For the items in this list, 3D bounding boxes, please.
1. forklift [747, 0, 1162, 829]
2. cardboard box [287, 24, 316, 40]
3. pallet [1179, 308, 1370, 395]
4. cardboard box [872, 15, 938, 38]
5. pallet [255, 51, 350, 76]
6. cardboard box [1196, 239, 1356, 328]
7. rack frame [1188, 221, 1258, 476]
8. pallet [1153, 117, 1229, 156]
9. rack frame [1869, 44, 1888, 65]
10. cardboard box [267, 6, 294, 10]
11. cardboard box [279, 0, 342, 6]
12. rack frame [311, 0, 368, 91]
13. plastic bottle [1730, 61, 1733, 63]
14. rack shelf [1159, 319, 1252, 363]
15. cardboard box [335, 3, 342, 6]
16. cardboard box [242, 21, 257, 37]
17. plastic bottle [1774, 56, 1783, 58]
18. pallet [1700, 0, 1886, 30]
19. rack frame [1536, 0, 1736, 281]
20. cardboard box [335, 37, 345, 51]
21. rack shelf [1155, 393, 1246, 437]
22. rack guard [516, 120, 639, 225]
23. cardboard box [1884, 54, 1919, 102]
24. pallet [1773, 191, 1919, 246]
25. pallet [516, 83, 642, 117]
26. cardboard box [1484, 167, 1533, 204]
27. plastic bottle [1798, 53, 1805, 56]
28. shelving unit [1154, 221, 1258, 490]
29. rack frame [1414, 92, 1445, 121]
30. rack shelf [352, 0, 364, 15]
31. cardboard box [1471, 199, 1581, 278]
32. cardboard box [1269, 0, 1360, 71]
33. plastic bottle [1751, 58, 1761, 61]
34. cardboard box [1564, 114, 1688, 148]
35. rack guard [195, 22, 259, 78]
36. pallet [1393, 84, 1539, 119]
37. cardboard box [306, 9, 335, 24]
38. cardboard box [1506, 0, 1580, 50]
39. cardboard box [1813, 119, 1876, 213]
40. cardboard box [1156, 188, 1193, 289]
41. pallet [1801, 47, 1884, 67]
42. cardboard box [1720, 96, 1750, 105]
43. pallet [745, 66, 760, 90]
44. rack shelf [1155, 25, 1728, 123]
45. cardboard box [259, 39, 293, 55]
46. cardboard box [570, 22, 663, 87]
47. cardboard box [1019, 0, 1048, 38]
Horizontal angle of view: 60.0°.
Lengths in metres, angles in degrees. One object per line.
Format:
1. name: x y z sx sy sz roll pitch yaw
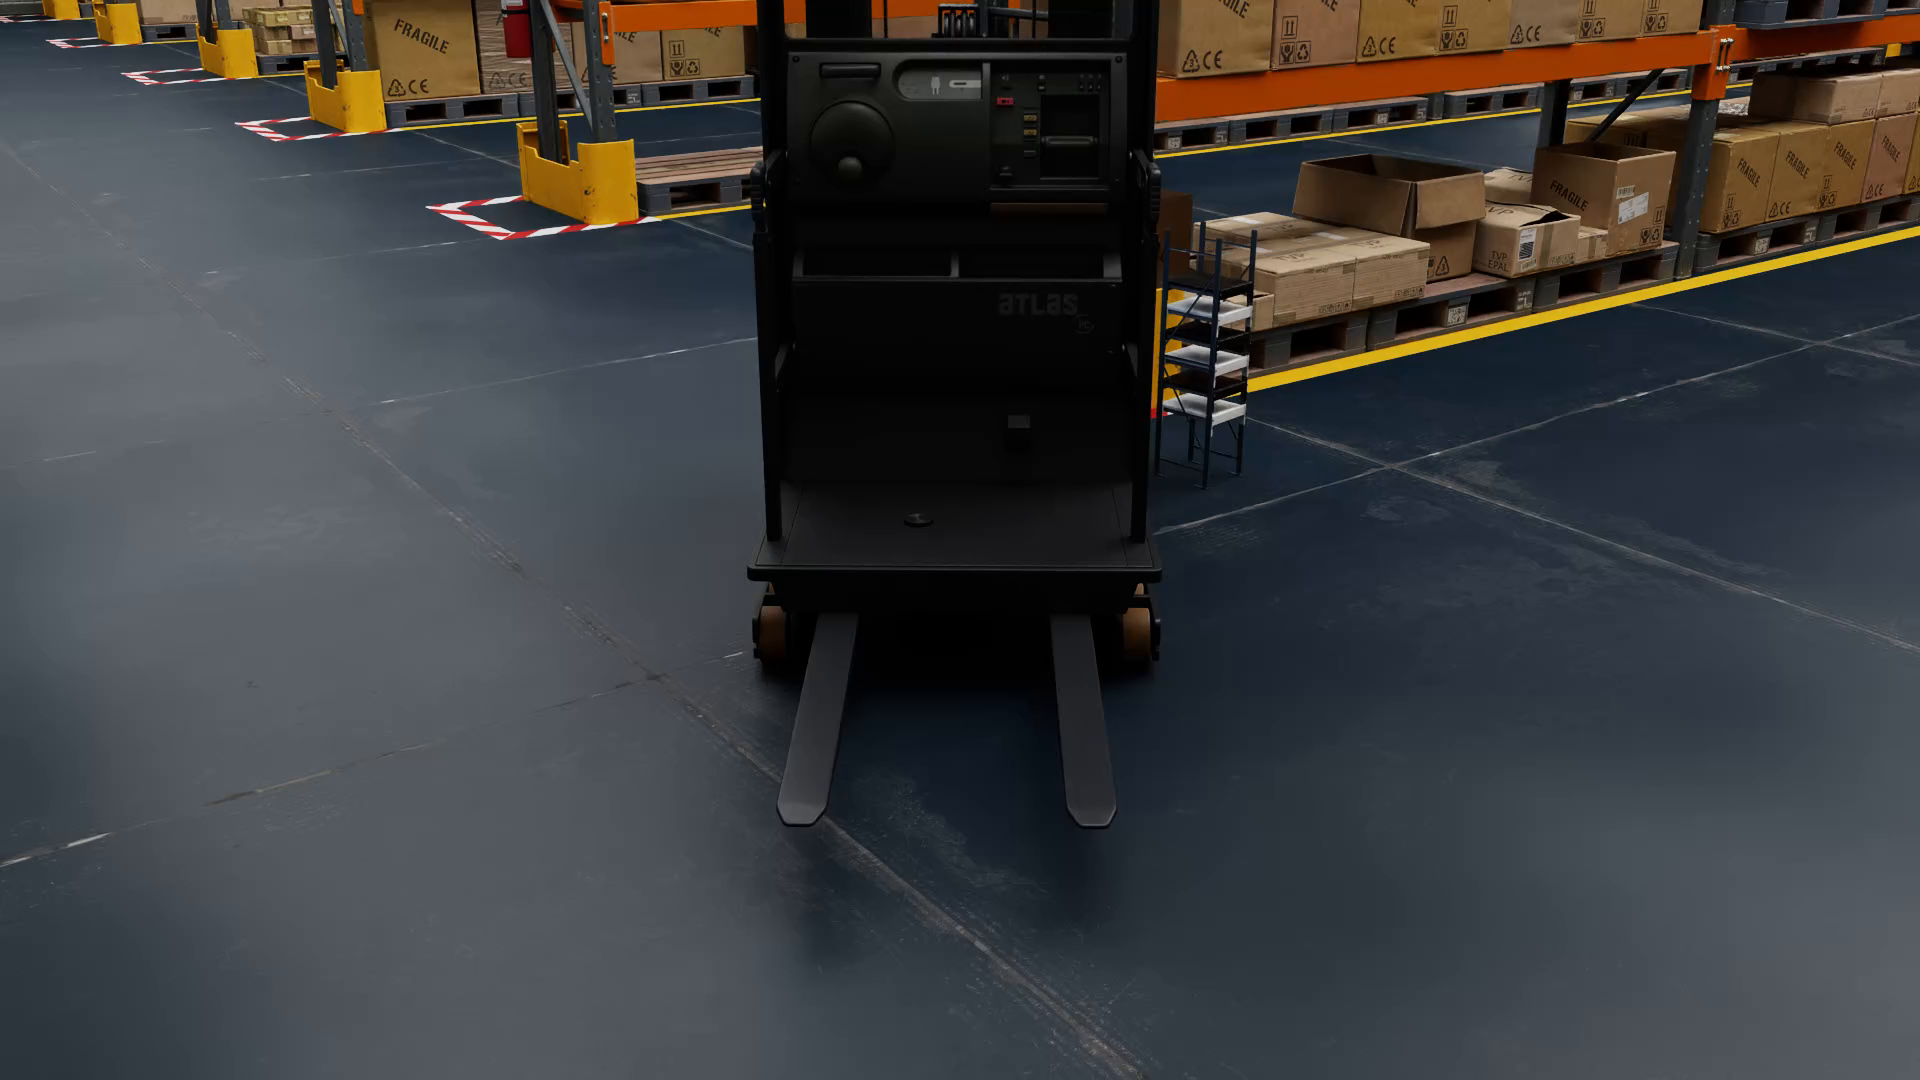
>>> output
1. forklift: -0.009 -1.128 4.363 1.130 2.935 3.031 0 22 1
2. cardboard box: -7.371 -5.673 18.540 0.250 0.149 0.380 -15 26 -33
3. pallet: 1.104 -0.985 7.674 1.213 0.211 1.003 -15 26 -33
4. cardboard box: -0.907 -5.484 17.487 0.875 0.875 1.225 -16 27 -35
5. pallet: -7.459 -5.472 18.920 1.213 0.211 1.003 -15 26 -33
6. cardboard box: 1.409 -1.159 7.463 0.500 0.250 0.500 -15 26 -33
7. rack frame: 0.940 -0.682 5.986 0.240 0.900 0.006 20 29 41
8. pallet: 1.404 -3.307 13.493 1.213 0.211 1.003 -15 26 -33
9. rack frame: 10.494 -7.045 19.098 0.127 3.000 1.000 -15 26 -33
10. cardboard box: -7.682 -5.961 18.859 0.250 0.149 0.380 -14 26 -32
11. cardboard box: -9.226 -7.627 23.446 0.875 0.438 0.875 -16 27 -34
12. rack frame: -5.387 -5.072 14.153 0.127 3.000 1.000 -15 26 -33
13. plastic bottle: 8.008 -5.134 17.390 0.135 0.276 0.152 -14 26 -31
14. rack shelf: 0.869 -0.708 5.897 0.258 0.077 0.200 20 29 41
15. cardboard box: -7.113 -6.167 19.376 0.250 0.149 0.380 -14 26 -31
16. cardboard box: -7.940 -5.795 18.844 0.250 0.149 0.380 -16 27 -34
17. plastic bottle: 8.794 -5.376 17.897 0.185 0.351 0.144 -14 26 -31
18. pallet: 4.355 -3.008 9.239 1.213 0.211 1.003 -15 26 -33
19. rack frame: 3.643 -2.957 8.852 0.127 3.000 1.000 -15 26 -33
20. cardboard box: -6.955 -5.633 18.841 0.250 0.149 0.380 -15 26 -32
21. rack shelf: 0.869 -0.457 5.998 0.258 0.077 0.200 20 29 41
22. rack guard: -2.506 -2.412 10.860 0.348 0.500 1.175 -15 26 -33
23. cardboard box: 6.224 -2.927 10.547 0.500 0.250 0.500 -14 26 -31
24. pallet: 5.272 -2.114 10.504 1.213 0.211 1.003 -15 26 -33
25. pallet: -3.794 -4.236 15.821 1.213 0.211 1.003 -15 26 -33
26. cardboard box: 3.176 -1.886 9.205 0.500 0.311 0.500 -15 26 -33
27. plastic bottle: 9.175 -5.428 18.116 0.133 0.283 0.061 -14 26 -32
28. shelving unit: 0.869 -0.655 5.918 0.258 0.900 0.210 20 29 41
29. rack frame: 4.000 -5.313 14.759 0.127 3.000 1.000 -15 26 -33
30. rack shelf: -3.763 -5.171 15.372 4.000 0.370 1.077 -15 26 -33
31. cardboard box: 2.737 -1.541 8.339 0.500 0.311 0.500 -15 26 -33
32. cardboard box: 1.326 -2.267 6.990 0.500 0.500 0.500 -15 26 -33
33. plastic bottle: 8.456 -5.236 17.636 0.133 0.283 0.061 -14 25 -31
34. cardboard box: 3.876 -2.193 9.718 0.500 0.500 0.500 -15 26 -33
35. rack guard: -8.140 -5.441 18.452 0.348 0.500 1.175 -15 26 -33
36. pallet: 4.651 -4.174 15.666 1.213 0.211 1.003 -15 26 -33
37. cardboard box: -7.145 -5.856 18.596 0.250 0.149 0.380 -15 26 -33
38. cardboard box: 2.554 -2.594 7.808 0.500 0.500 0.500 -14 26 -32
39. cardboard box: 5.014 -2.256 9.876 0.500 0.500 0.500 -15 26 -32
40. cardboard box: 0.693 -1.326 7.545 0.500 0.500 0.500 -15 26 -33
41. pallet: 9.797 -5.545 19.101 1.213 0.211 1.003 -15 26 -33
42. cardboard box: 5.101 -2.517 10.529 0.500 0.500 0.500 -16 27 -35
43. pallet: -1.557 -4.832 17.315 1.213 0.211 1.003 -15 26 -33
44. rack shelf: 2.019 -2.190 7.901 4.000 0.370 1.077 -15 26 -33
45. cardboard box: -7.589 -5.474 18.441 0.250 0.149 0.380 -14 26 -32
46. cardboard box: -3.453 -4.832 15.853 0.875 0.875 0.875 -15 26 -33
47. cardboard box: 0.600 -2.316 7.112 0.500 0.500 0.500 -14 26 -31
